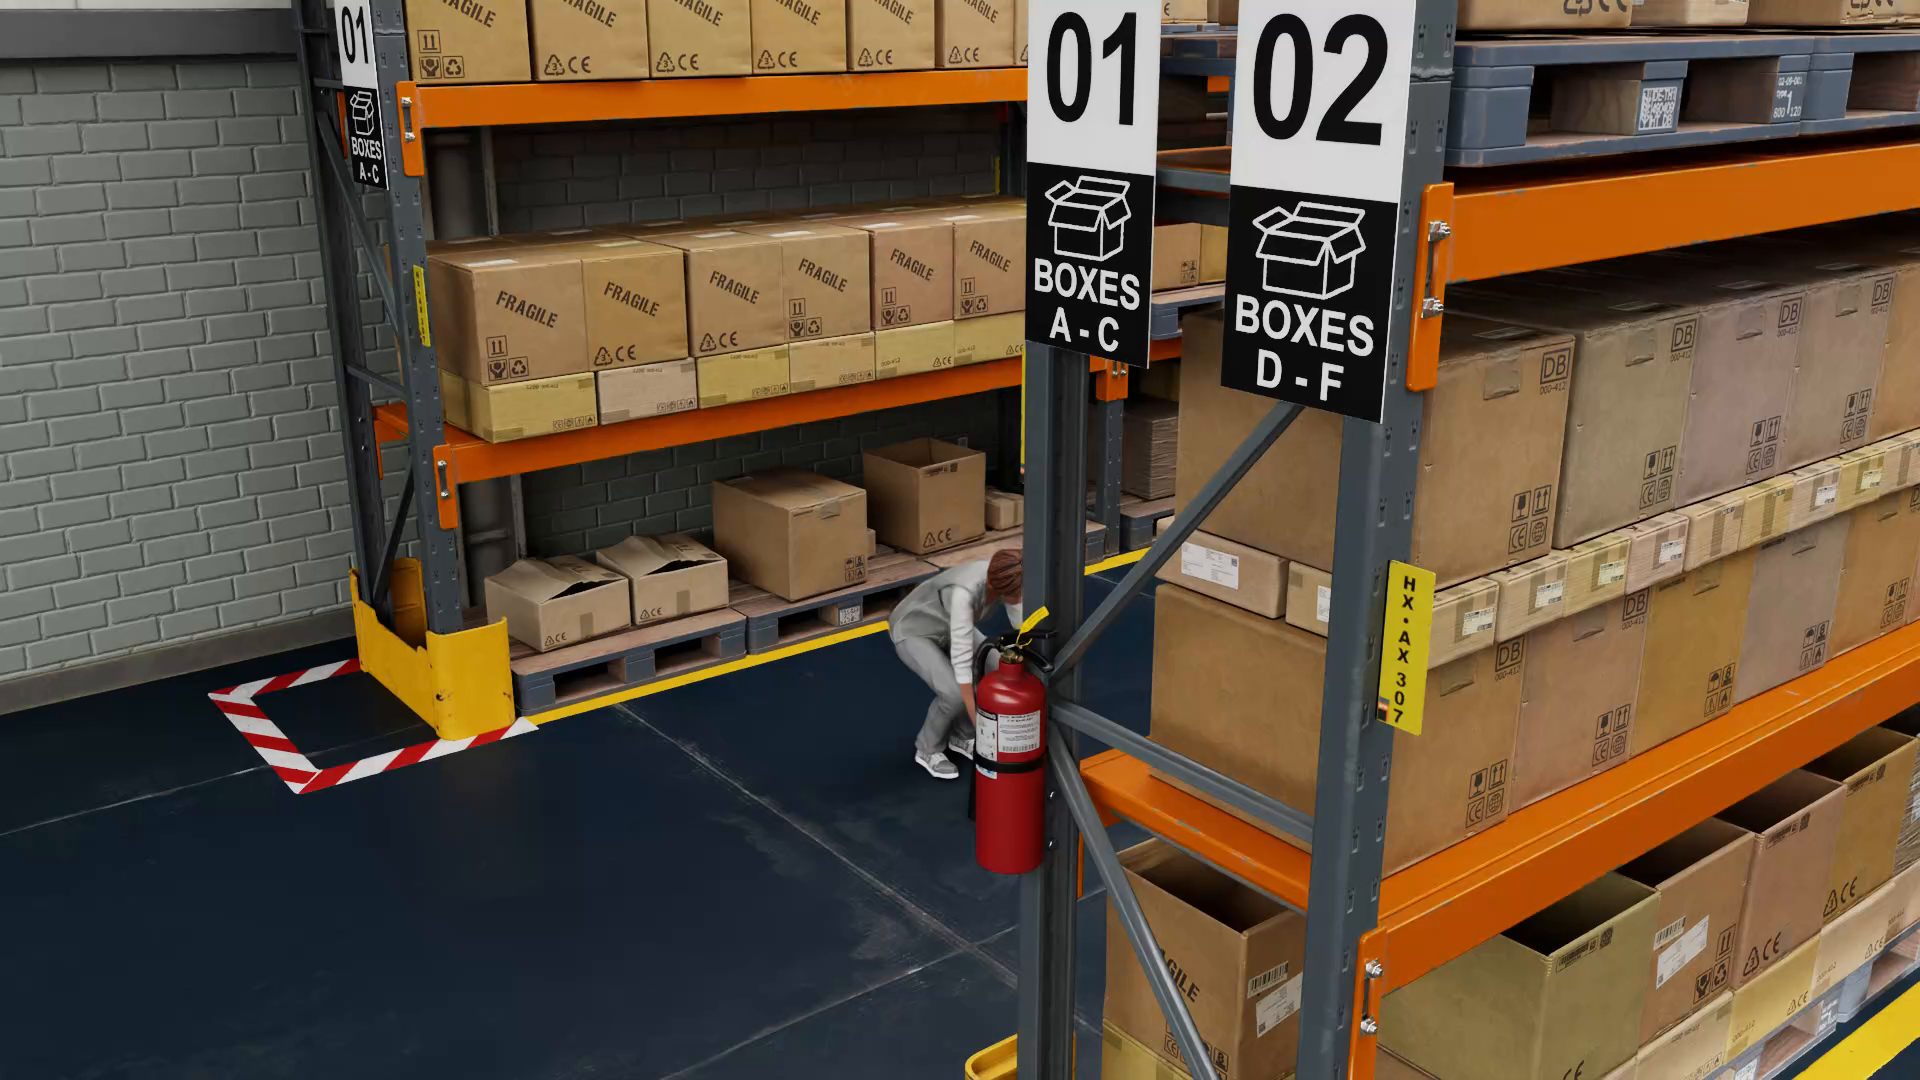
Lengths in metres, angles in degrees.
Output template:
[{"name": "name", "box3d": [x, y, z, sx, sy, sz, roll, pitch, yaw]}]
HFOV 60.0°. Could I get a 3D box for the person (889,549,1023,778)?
[{"name": "person", "box3d": [0.035, 0.482, 7.000, 0.456, 1.035, 0.761, -14, 23, -36]}]
